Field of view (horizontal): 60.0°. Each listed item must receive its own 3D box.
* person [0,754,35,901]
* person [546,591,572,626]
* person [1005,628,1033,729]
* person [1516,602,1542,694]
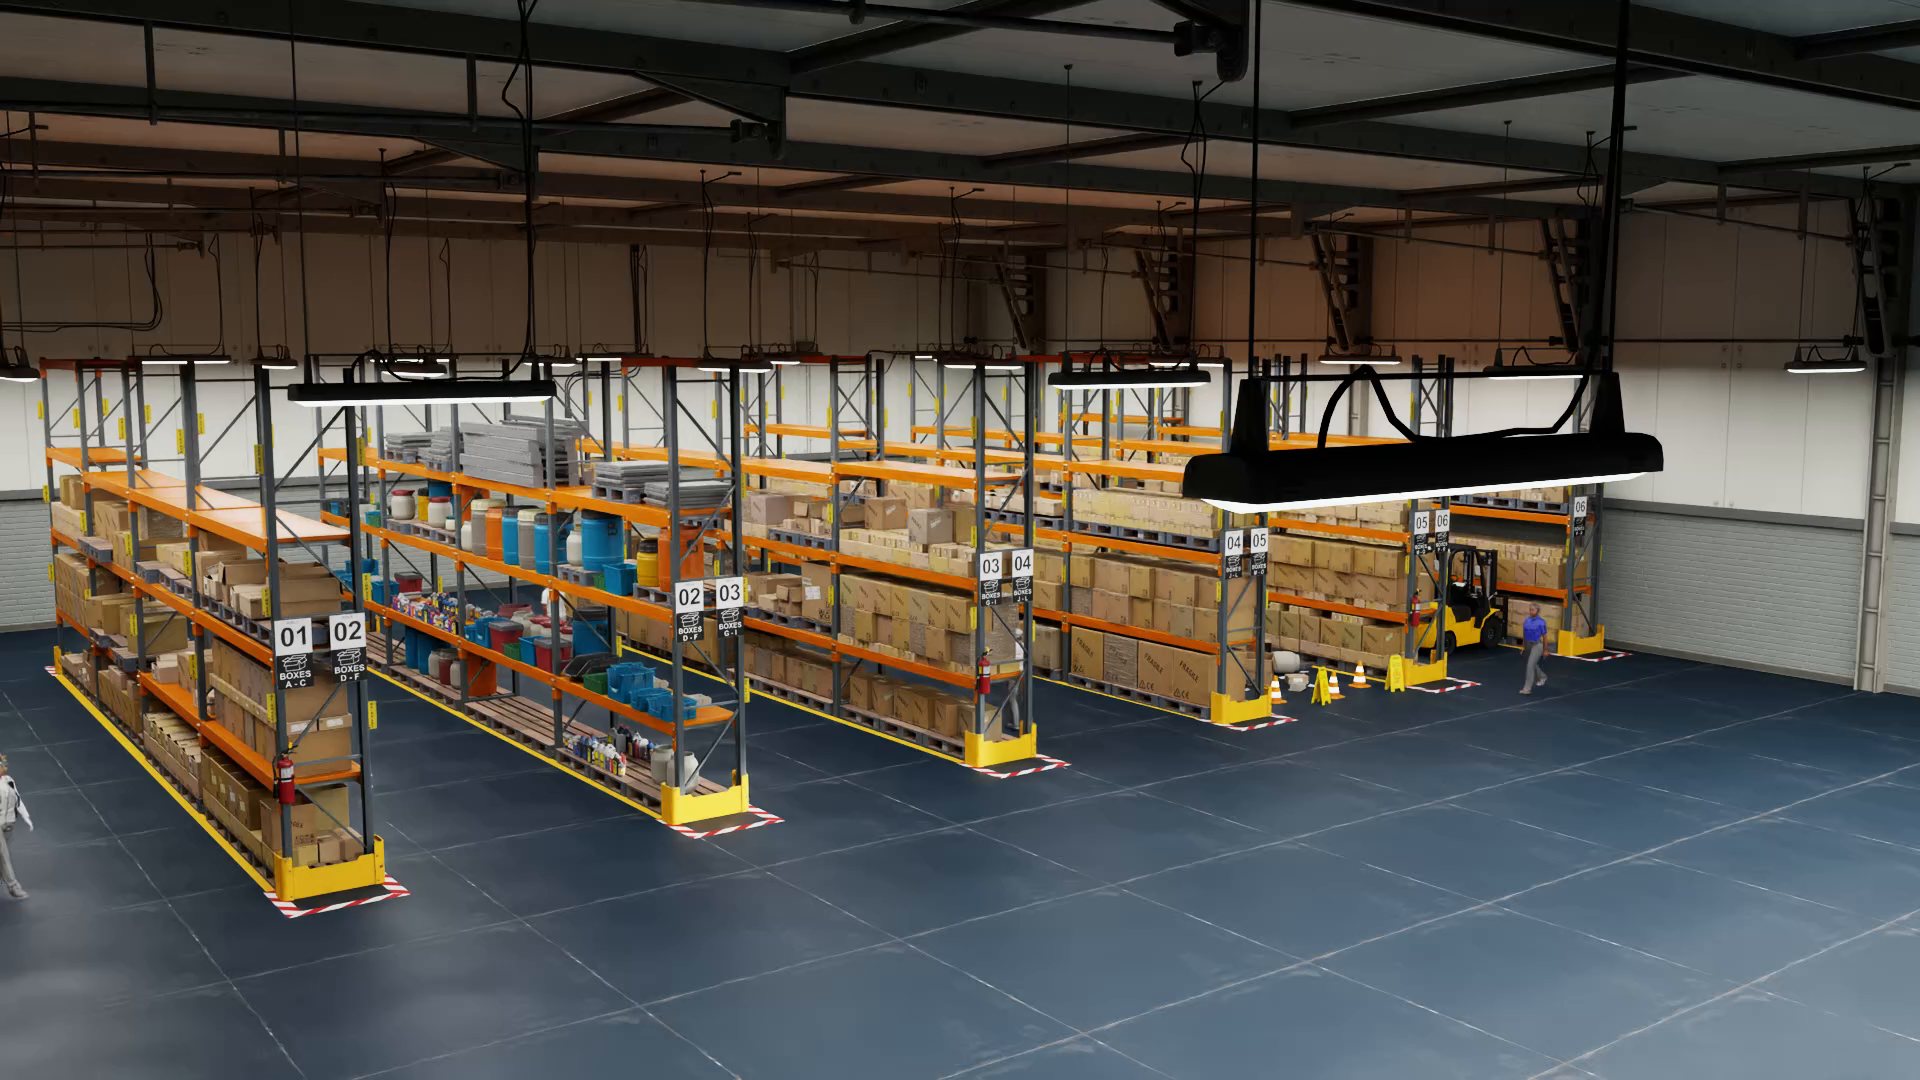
[{"bbox_3d":[-10.879,3.230,18.932,0.968,1.633,0.539,4,8,27],"label":"person"},{"bbox_3d":[-7.957,1.524,32.897,0.569,1.726,0.997,-6,9,-41],"label":"person"},{"bbox_3d":[0.949,2.257,27.100,0.472,1.672,0.498,6,9,43],"label":"person"},{"bbox_3d":[10.247,1.924,29.841,0.691,1.631,0.454,-5,8,-34],"label":"person"}]
